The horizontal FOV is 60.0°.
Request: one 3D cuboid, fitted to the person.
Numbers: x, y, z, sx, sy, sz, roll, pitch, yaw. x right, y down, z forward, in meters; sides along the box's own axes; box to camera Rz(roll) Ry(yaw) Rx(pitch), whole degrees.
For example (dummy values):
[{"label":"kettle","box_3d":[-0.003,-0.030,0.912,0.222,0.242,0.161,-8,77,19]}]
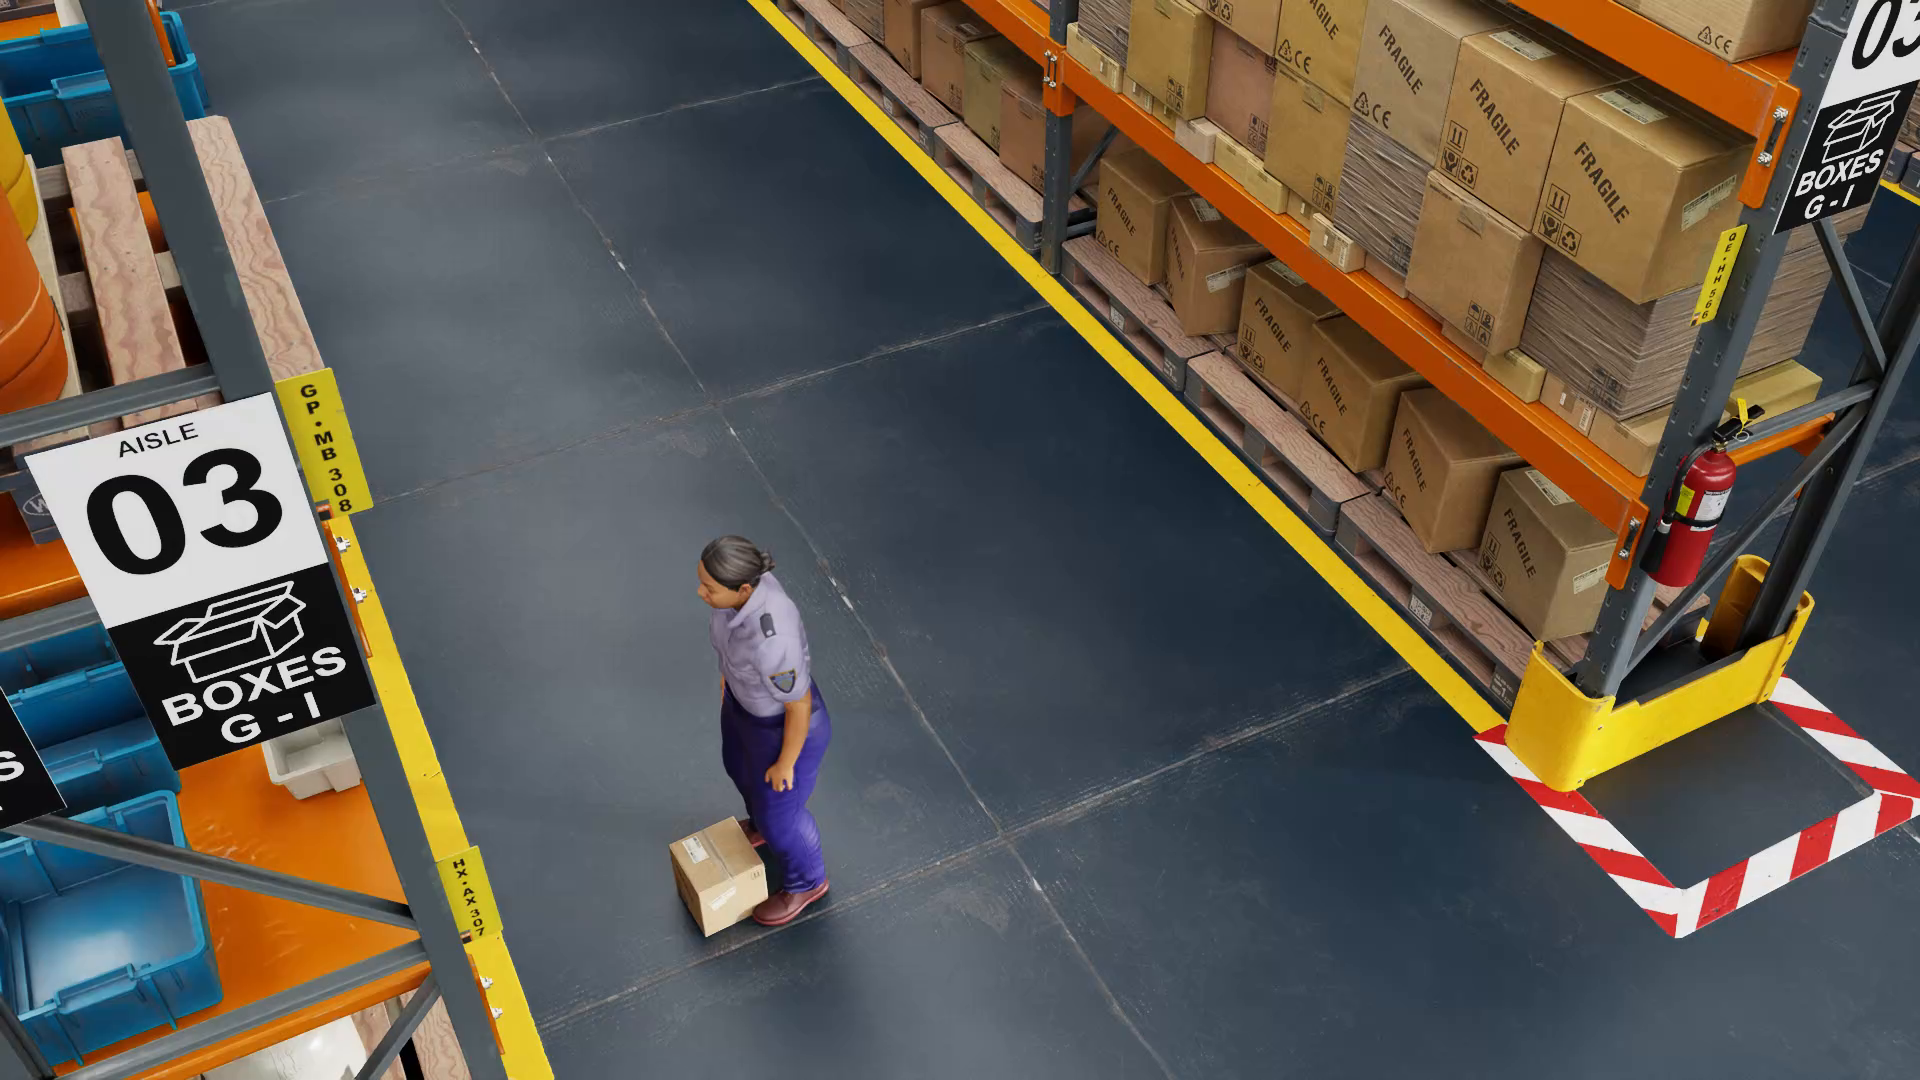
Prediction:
[{"label":"person","box_3d":[-0.643,0.592,5.506,0.372,1.637,0.538,-19,45,-20]}]
